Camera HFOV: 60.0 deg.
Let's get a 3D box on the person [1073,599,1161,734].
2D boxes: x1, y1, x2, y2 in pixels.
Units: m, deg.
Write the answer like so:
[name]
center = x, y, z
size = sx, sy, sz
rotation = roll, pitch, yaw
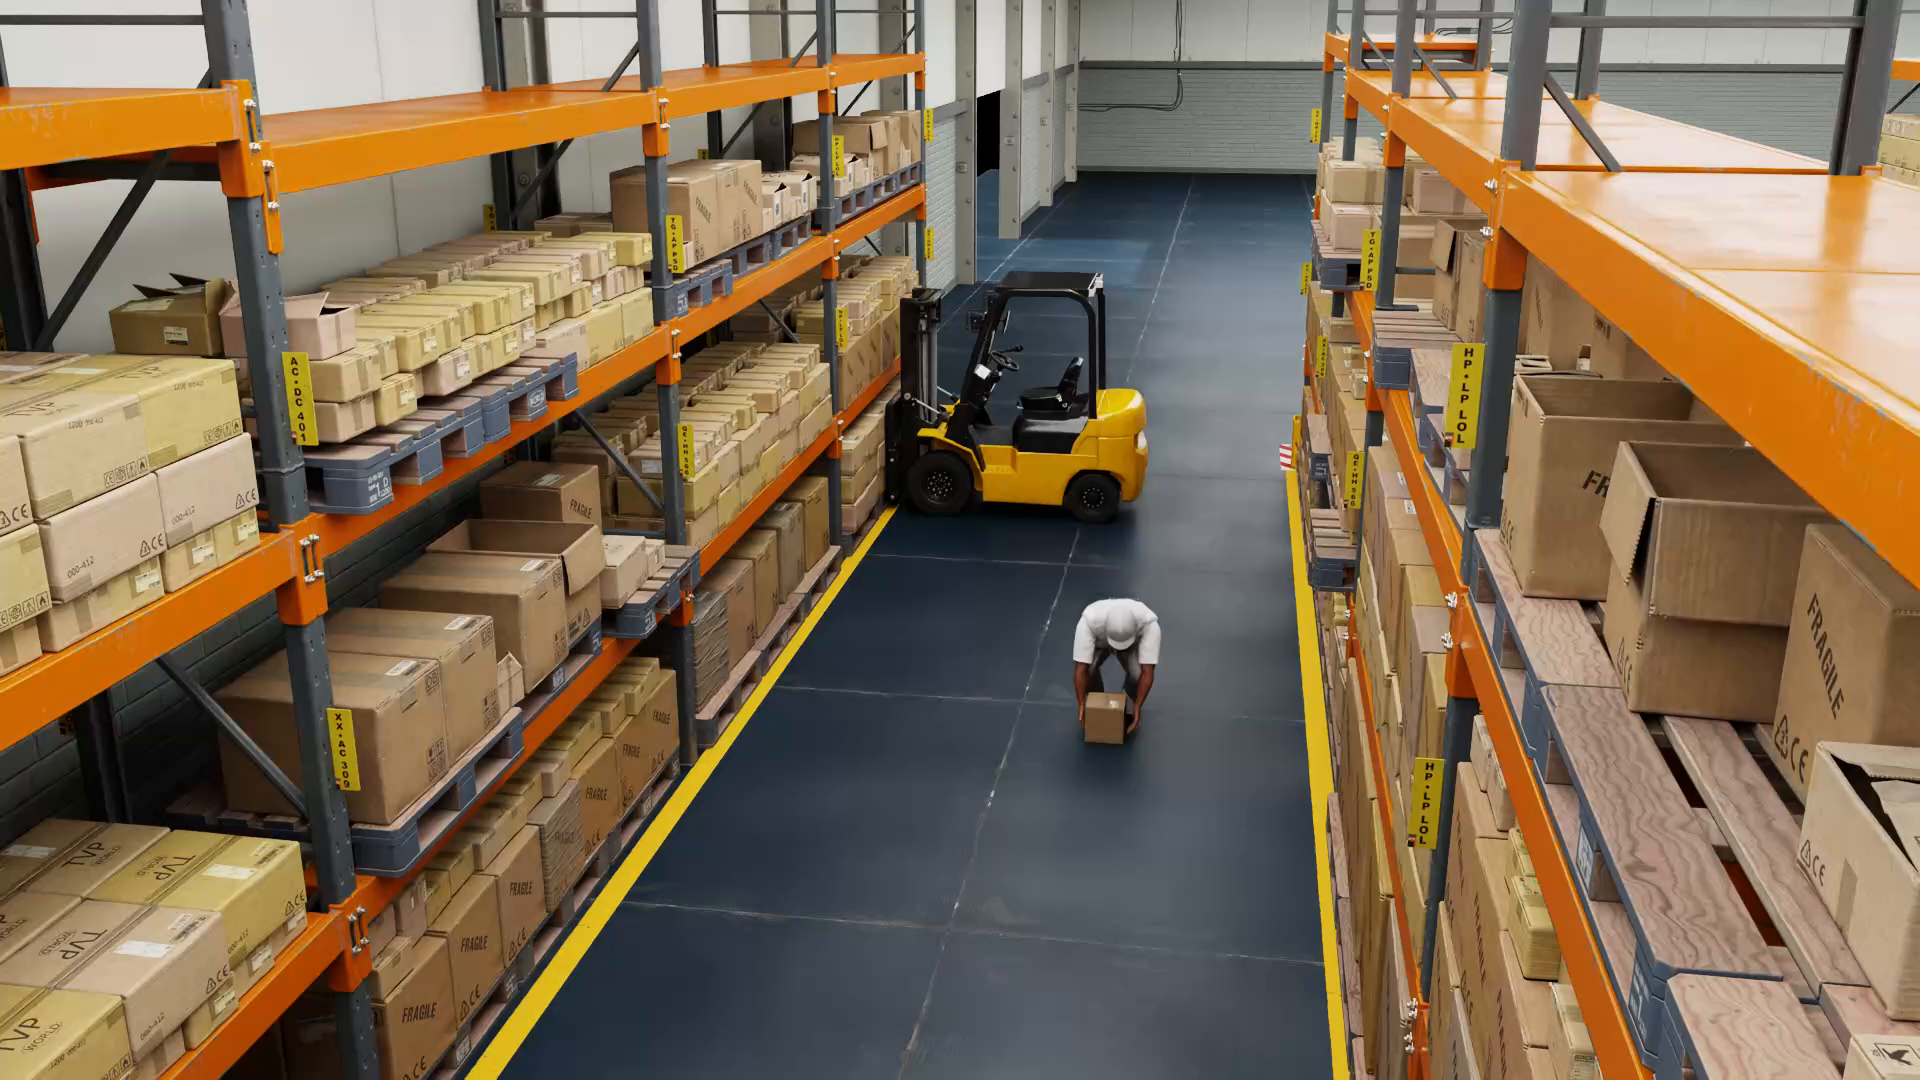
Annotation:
[person]
center = 1.053, 0.751, 11.077
size = 0.567, 0.914, 0.897
rotation = 3, 18, 9
